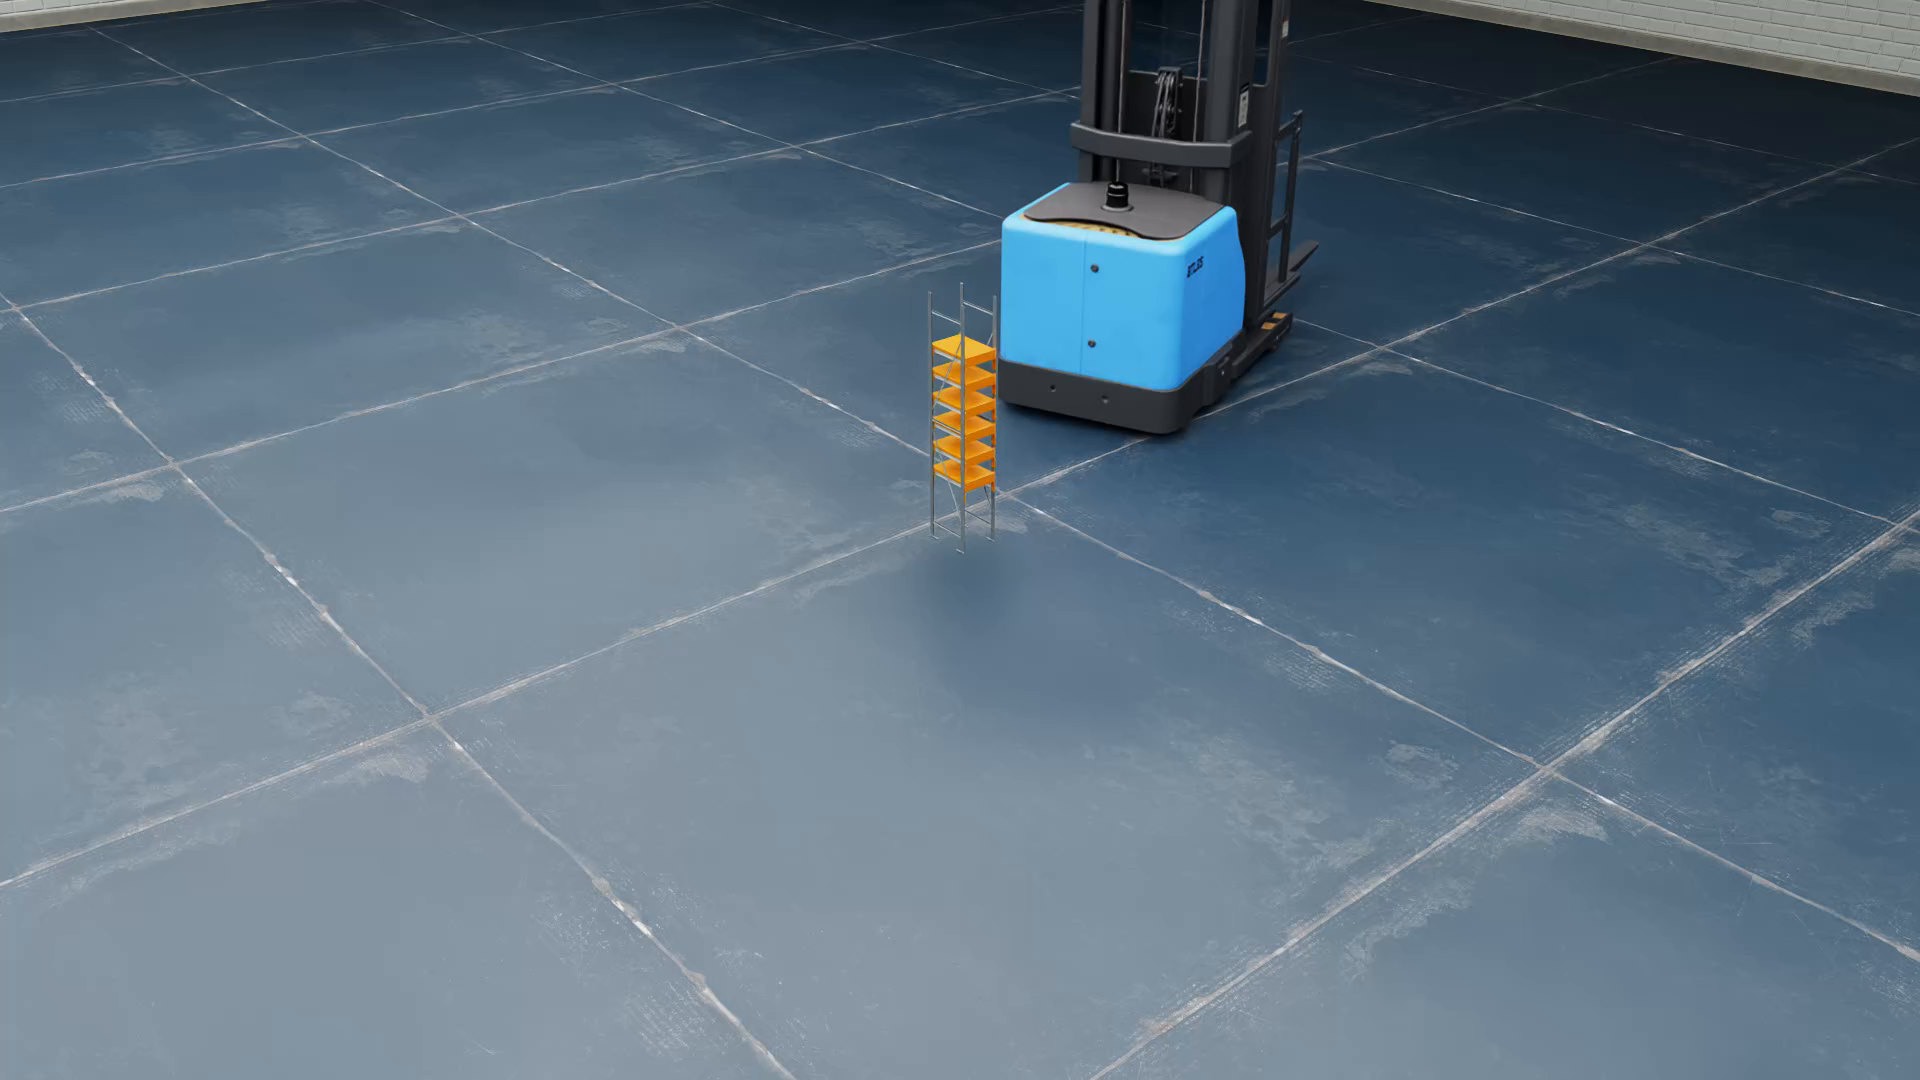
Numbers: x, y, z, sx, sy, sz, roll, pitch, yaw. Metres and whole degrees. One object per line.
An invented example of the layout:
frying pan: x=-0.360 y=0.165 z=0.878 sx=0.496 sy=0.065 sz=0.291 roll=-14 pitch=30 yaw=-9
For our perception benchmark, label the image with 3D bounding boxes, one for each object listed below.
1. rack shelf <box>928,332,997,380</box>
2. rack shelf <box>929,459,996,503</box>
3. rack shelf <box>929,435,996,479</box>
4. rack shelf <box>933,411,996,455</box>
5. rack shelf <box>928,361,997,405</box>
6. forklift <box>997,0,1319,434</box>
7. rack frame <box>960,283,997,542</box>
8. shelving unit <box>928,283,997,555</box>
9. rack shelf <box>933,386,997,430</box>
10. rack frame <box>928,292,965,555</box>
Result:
rack shelf: x=0.011 y=-0.812 z=7.327 sx=0.180 sy=0.103 sz=0.258 roll=-22 pitch=35 yaw=-35
rack shelf: x=0.011 y=-0.283 z=7.610 sx=0.180 sy=0.103 sz=0.258 roll=-22 pitch=35 yaw=-35
rack shelf: x=0.011 y=-0.389 z=7.553 sx=0.180 sy=0.103 sz=0.258 roll=-22 pitch=35 yaw=-35
rack shelf: x=0.011 y=-0.494 z=7.496 sx=0.180 sy=0.103 sz=0.258 roll=-22 pitch=35 yaw=-35
rack shelf: x=0.011 y=-0.706 z=7.383 sx=0.180 sy=0.103 sz=0.258 roll=-22 pitch=35 yaw=-35
forklift: x=1.347 y=-2.506 z=9.330 sx=1.130 sy=2.935 sz=3.031 roll=14 pitch=31 yaw=25
rack frame: x=0.081 y=-0.562 z=7.528 sx=0.006 sy=1.200 sz=0.240 roll=-22 pitch=35 yaw=-35
shelving unit: x=0.011 y=-0.534 z=7.475 sx=0.189 sy=1.200 sz=0.258 roll=-22 pitch=35 yaw=-35
rack shelf: x=0.011 y=-0.600 z=7.440 sx=0.180 sy=0.103 sz=0.258 roll=-22 pitch=35 yaw=-35
rack frame: x=-0.059 y=-0.506 z=7.423 sx=0.006 sy=1.200 sz=0.240 roll=-22 pitch=35 yaw=-35
